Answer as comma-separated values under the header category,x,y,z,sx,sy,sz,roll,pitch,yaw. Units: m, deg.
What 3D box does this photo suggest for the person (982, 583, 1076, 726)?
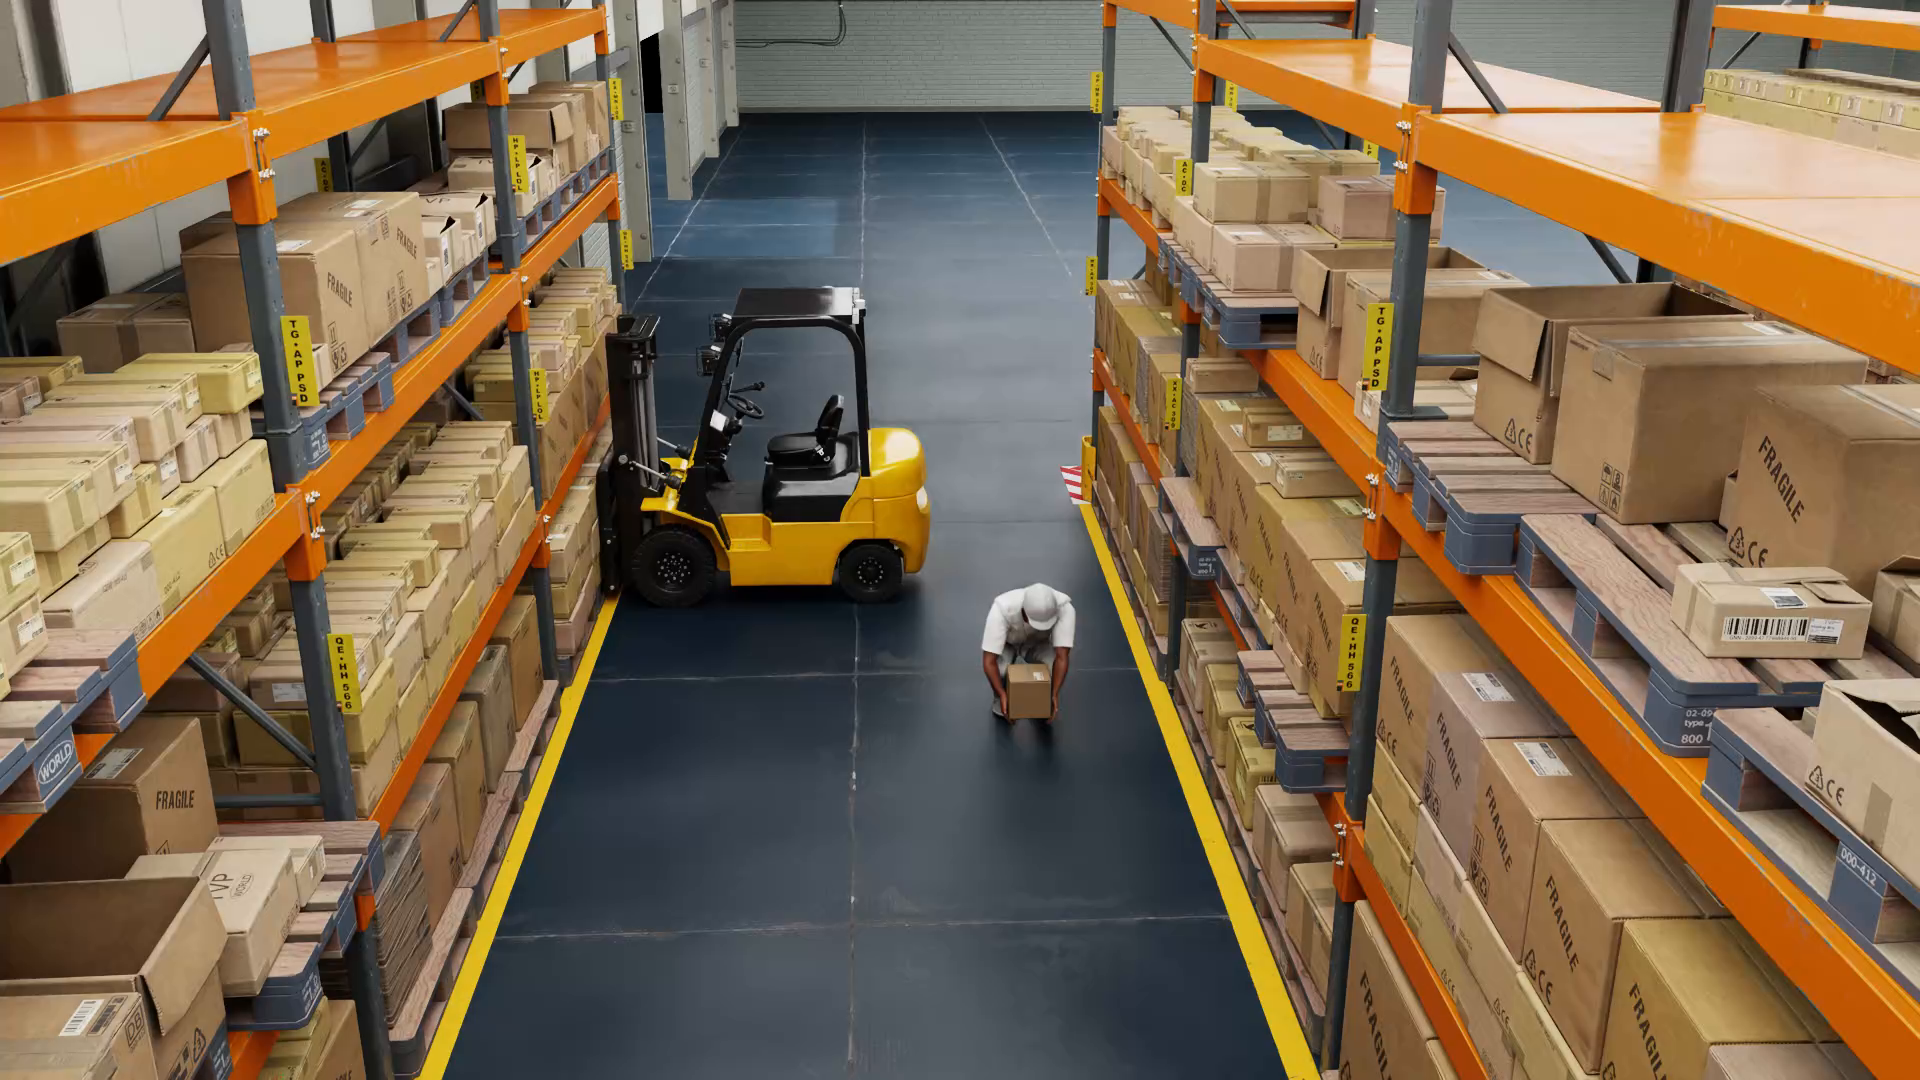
category,x,y,z,sx,sy,sz,roll,pitch,yaw
person,0.422,0.649,10.406,0.590,0.998,0.882,-1,20,-3
